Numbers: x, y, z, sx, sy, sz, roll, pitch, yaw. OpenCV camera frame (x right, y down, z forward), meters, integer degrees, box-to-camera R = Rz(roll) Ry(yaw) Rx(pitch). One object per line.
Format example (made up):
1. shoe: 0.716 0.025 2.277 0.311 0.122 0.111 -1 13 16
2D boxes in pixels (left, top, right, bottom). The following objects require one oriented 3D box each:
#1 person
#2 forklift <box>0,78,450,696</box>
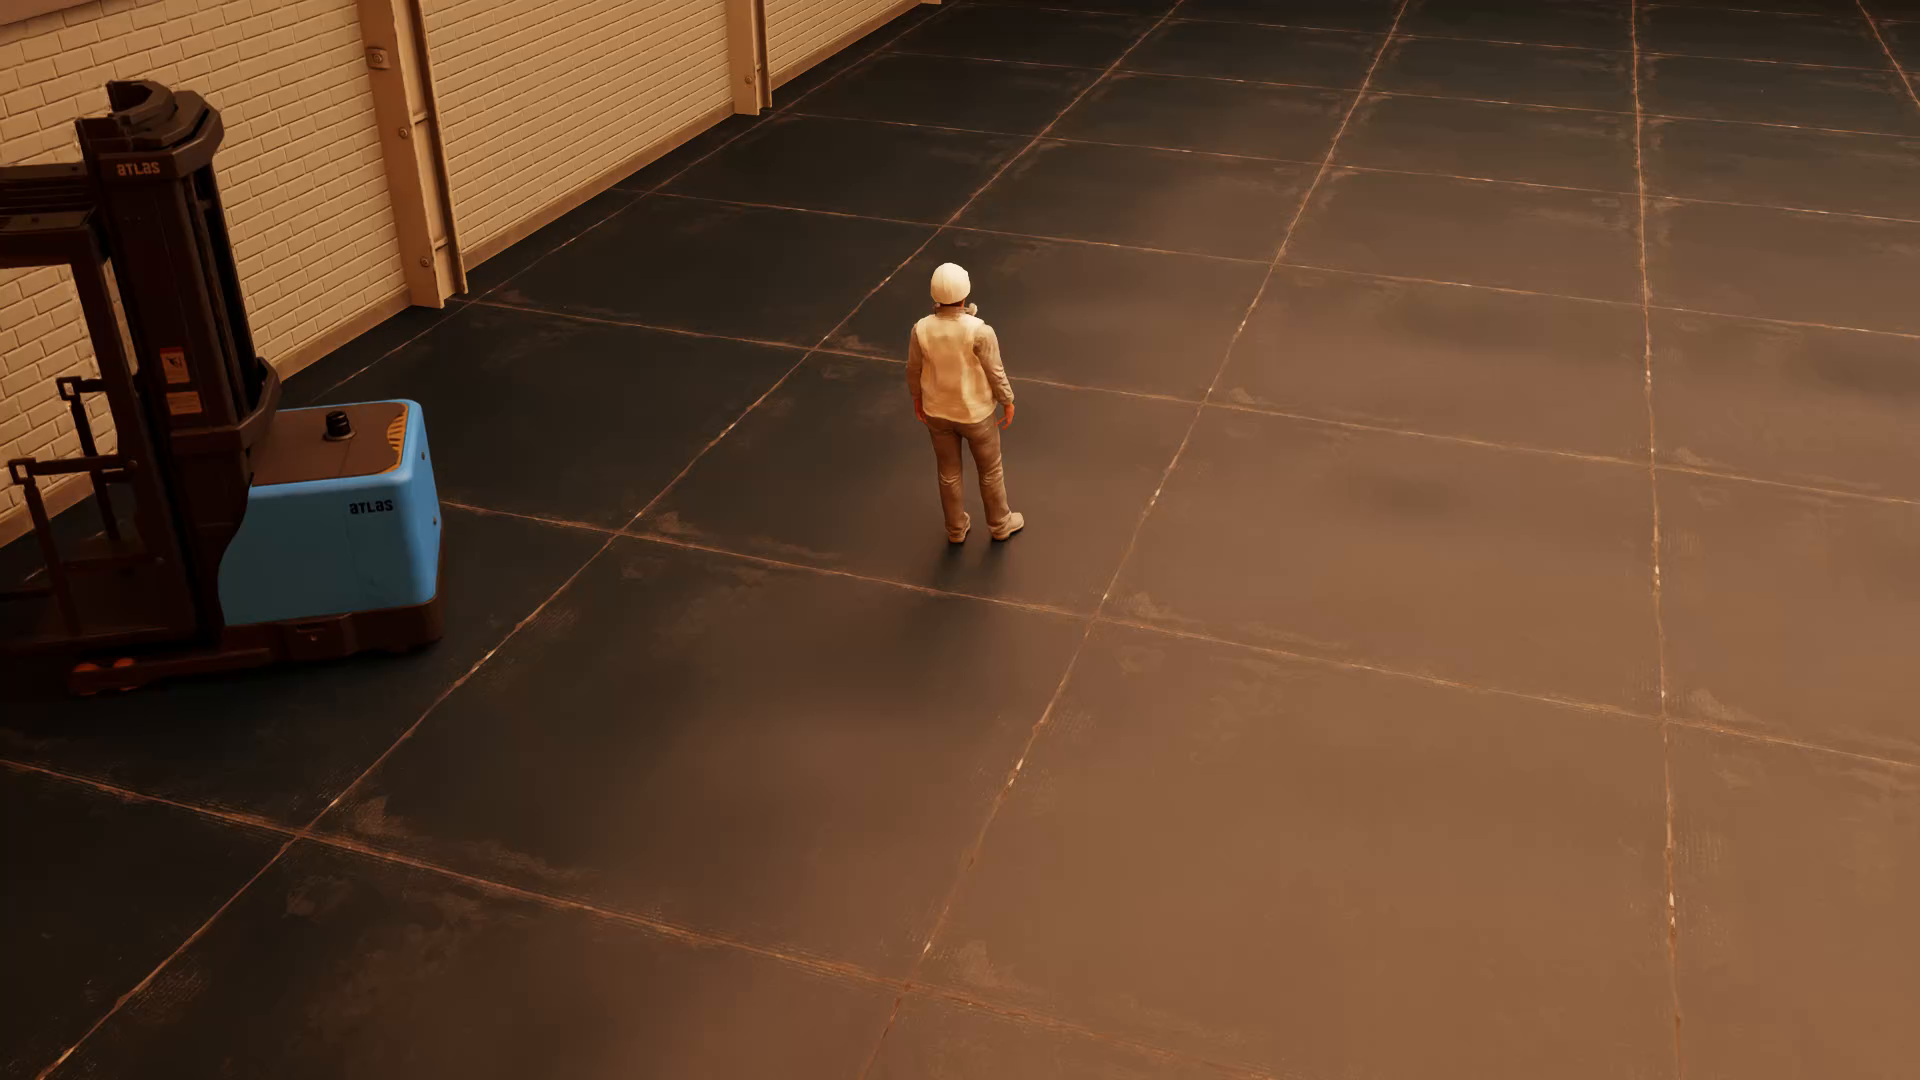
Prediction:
1. person: 0.027 -0.806 9.703 0.634 1.775 0.566 10 31 16
2. forklift: -4.387 -0.750 8.452 3.031 2.935 1.130 -6 30 -11
